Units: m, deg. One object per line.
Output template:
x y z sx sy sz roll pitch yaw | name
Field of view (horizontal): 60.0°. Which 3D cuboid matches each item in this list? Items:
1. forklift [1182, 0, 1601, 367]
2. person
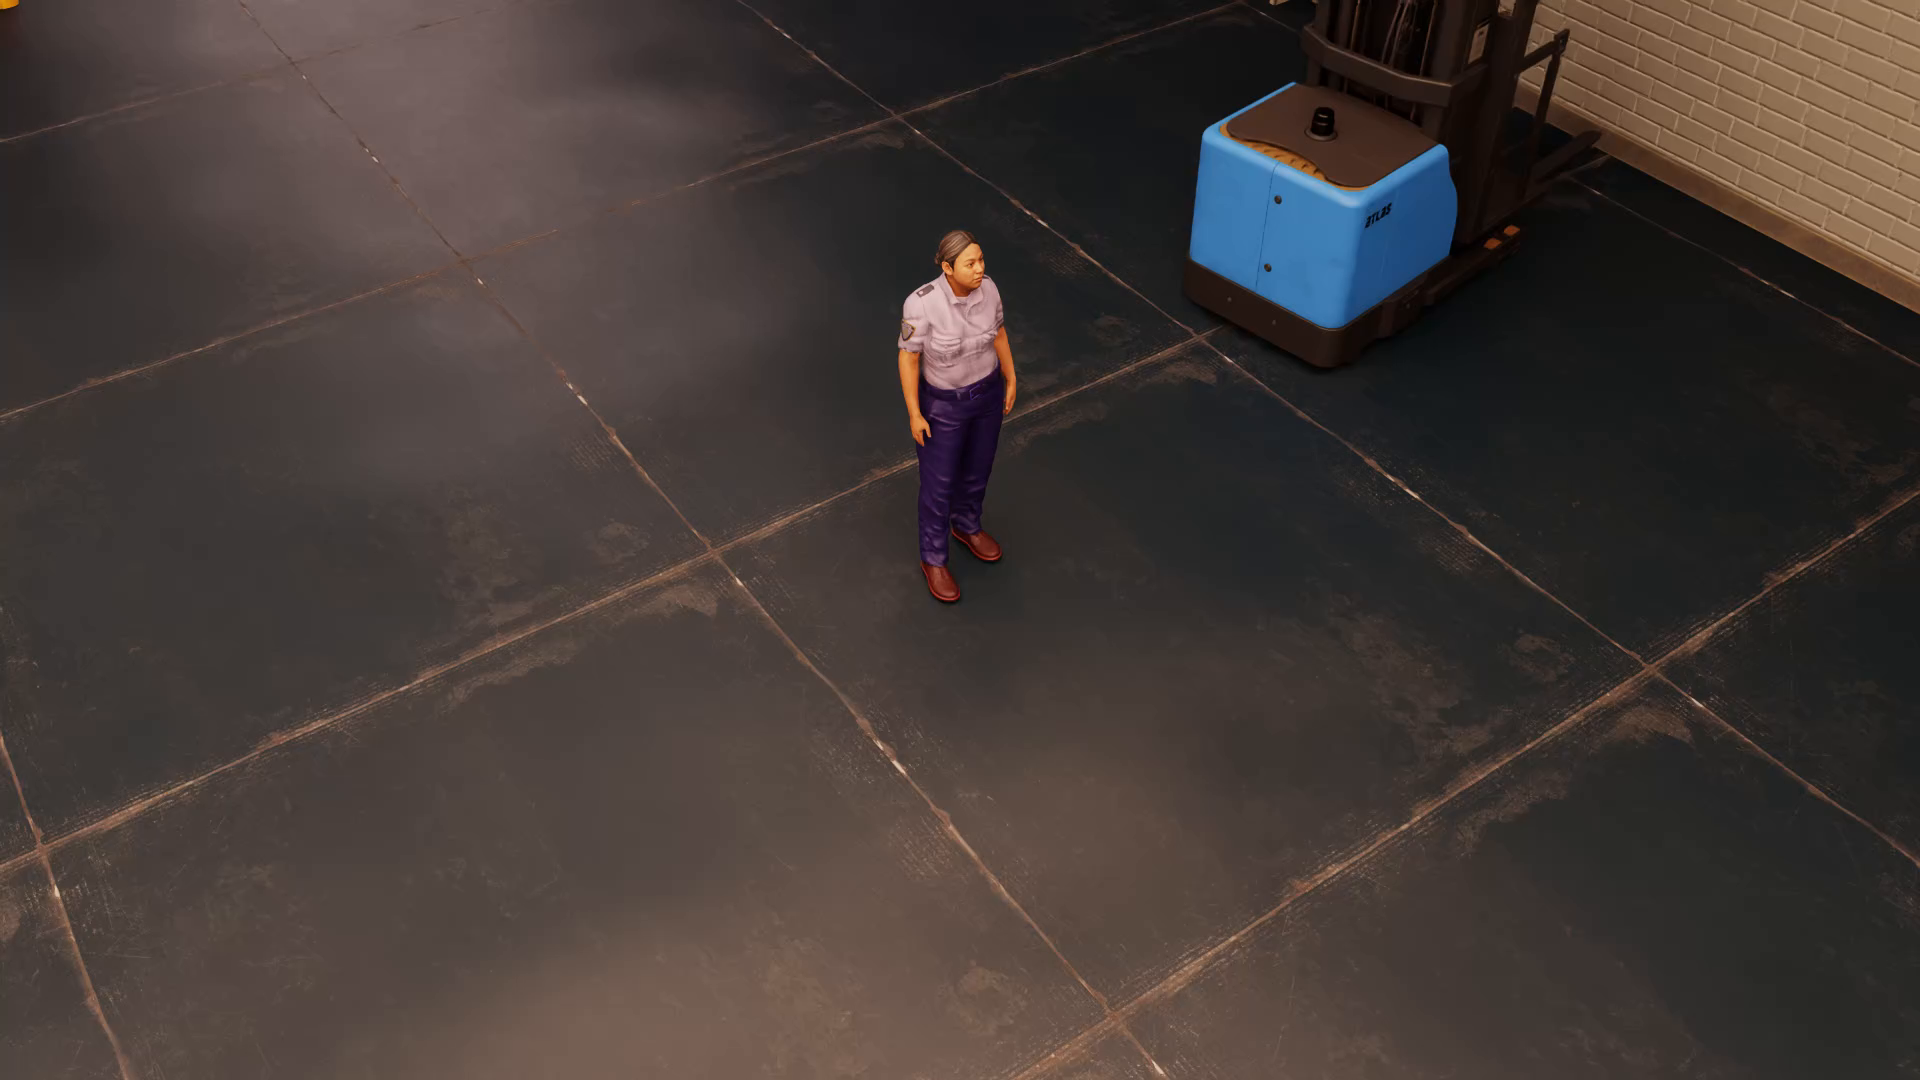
2.648 -2.873 8.833 3.031 2.935 1.130 -33 52 -31 | forklift
0.032 -0.550 7.254 0.598 1.643 0.503 -25 48 -25 | person
